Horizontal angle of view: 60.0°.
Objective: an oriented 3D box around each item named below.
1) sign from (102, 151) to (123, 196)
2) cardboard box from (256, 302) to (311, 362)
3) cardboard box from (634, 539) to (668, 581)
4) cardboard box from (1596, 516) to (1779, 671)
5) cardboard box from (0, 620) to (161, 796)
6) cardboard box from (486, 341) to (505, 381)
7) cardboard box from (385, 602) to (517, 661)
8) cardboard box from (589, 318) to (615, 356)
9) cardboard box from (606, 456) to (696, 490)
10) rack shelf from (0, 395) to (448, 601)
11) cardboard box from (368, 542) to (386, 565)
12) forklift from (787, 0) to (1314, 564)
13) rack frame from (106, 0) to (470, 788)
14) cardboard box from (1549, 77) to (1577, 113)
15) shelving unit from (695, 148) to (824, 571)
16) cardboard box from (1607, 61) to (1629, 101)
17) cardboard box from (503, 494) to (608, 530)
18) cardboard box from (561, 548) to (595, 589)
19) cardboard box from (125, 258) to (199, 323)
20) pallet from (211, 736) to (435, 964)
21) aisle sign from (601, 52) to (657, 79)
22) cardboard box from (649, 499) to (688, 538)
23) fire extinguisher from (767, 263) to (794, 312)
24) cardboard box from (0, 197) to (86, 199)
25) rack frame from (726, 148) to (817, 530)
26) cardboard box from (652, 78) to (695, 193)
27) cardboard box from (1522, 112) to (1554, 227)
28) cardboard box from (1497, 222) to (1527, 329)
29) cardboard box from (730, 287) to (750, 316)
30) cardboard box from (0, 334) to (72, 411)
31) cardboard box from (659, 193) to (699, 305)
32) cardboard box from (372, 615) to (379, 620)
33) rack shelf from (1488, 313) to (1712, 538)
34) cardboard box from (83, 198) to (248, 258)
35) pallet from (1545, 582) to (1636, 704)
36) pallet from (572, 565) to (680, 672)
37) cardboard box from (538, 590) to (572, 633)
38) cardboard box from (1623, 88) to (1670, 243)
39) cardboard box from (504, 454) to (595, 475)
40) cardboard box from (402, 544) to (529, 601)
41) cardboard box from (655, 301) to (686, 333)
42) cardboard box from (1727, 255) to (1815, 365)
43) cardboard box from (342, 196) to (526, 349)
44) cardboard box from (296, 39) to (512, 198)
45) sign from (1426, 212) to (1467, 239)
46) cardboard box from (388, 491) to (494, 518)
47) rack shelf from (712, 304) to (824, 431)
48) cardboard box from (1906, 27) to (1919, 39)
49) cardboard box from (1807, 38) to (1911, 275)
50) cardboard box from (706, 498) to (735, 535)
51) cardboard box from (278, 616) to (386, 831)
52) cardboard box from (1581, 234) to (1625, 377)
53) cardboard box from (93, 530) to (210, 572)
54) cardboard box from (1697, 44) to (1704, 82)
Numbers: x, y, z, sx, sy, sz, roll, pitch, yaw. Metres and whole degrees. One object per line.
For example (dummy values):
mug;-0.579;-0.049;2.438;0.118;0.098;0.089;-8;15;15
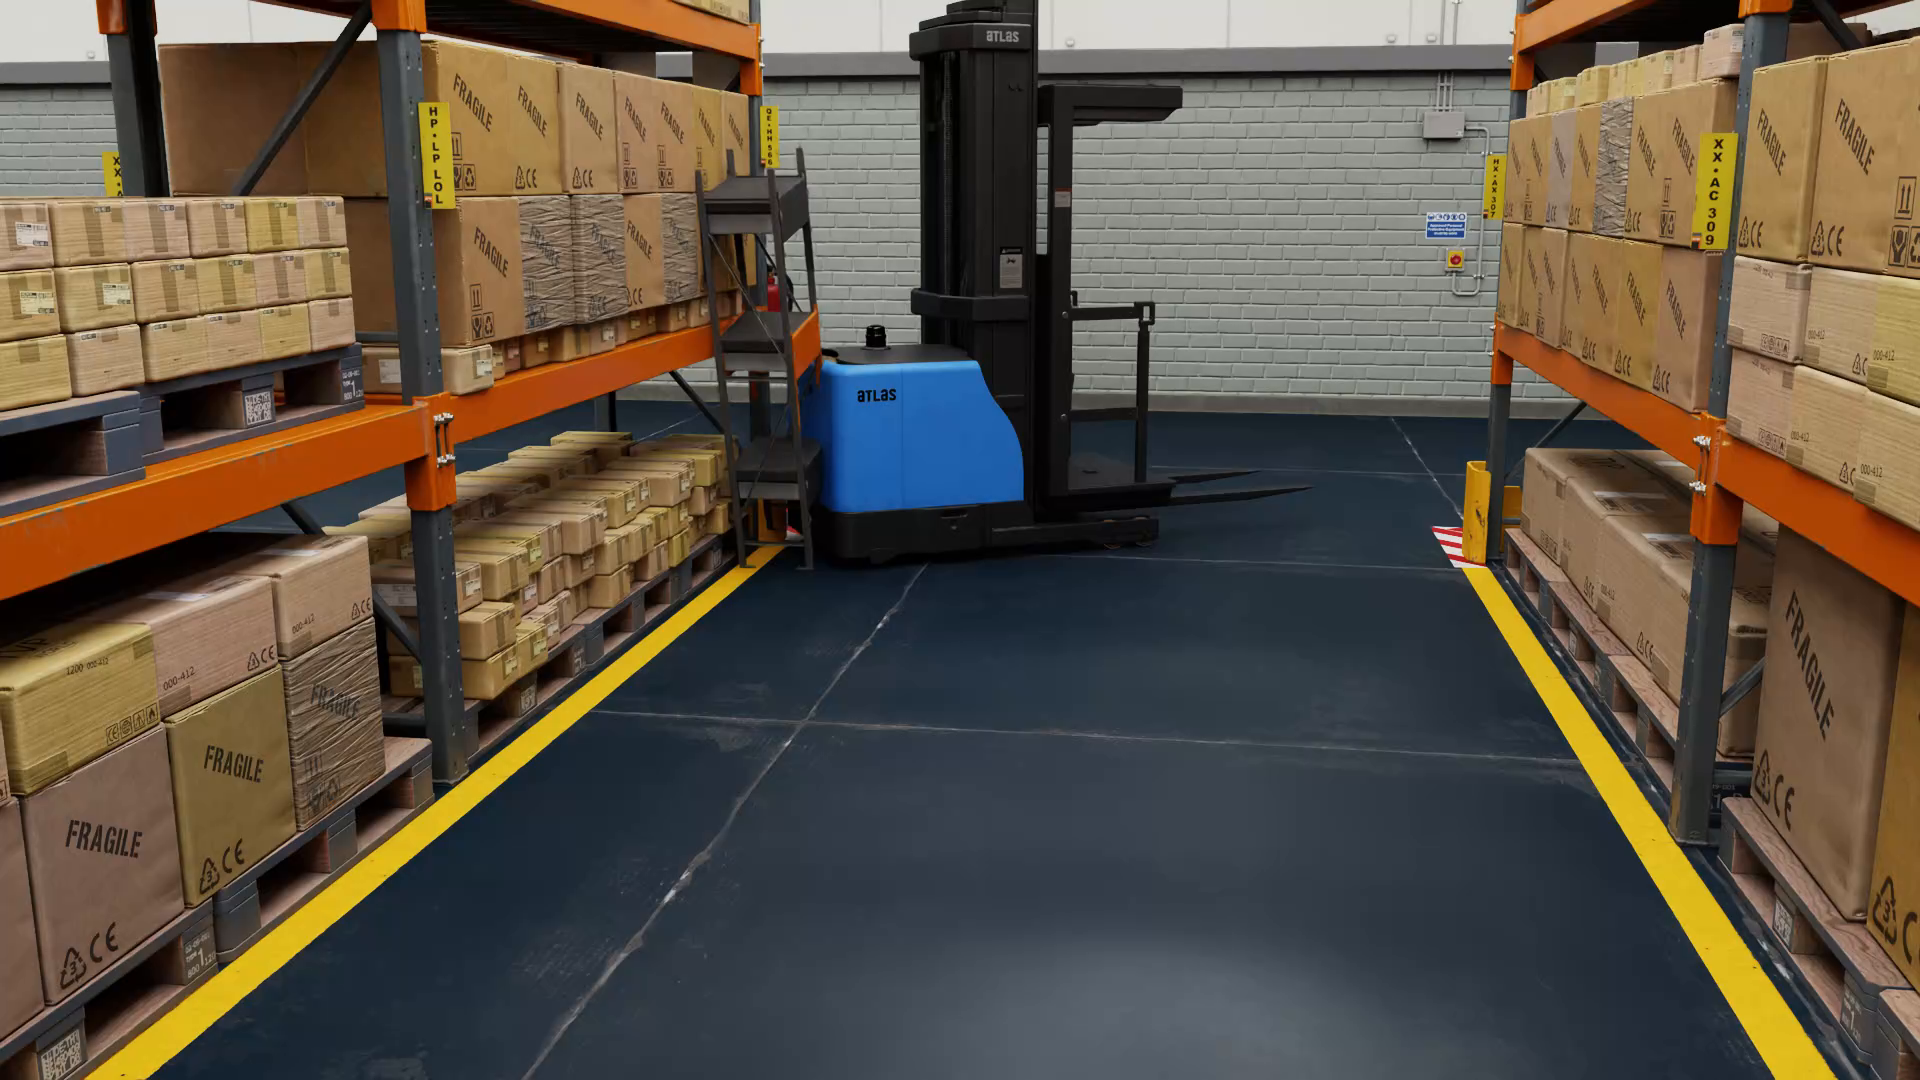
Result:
sign;-2.732;-1.099;5.418;0.100;0.325;0.005;2;12;9
cardboard box;-2.099;-0.599;4.752;0.380;0.149;0.250;2;12;9
cardboard box;-1.584;0.085;7.751;0.380;0.149;0.250;2;12;10
cardboard box;3.052;0.213;6.469;0.875;0.438;0.875;2;12;7
cardboard box;-2.219;0.371;3.810;0.500;0.250;0.500;1;12;6
cardboard box;-1.861;-0.641;5.946;0.380;0.149;0.250;2;12;10
cardboard box;-1.823;0.318;5.961;0.380;0.149;0.250;2;12;11
cardboard box;-1.673;-0.861;6.965;0.380;0.149;0.250;2;12;11
cardboard box;-1.523;-0.316;8.198;0.380;0.149;0.250;1;12;6
rack shelf;-2.502;0.108;3.579;1.077;0.370;4.000;2;12;9
cardboard box;-2.397;0.101;6.264;0.380;0.149;0.250;2;12;9
forklift;0.580;-1.481;9.407;3.031;2.935;1.130;-5;13;-21
rack frame;-2.195;-0.660;5.435;1.000;3.000;0.127;2;12;9
cardboard box;2.853;-1.980;7.412;0.380;0.149;0.250;1;12;7
shelving unit;-0.973;-0.904;8.543;0.431;2.100;0.503;2;25;11
cardboard box;2.727;-1.765;6.414;0.380;0.149;0.250;2;12;9
cardboard box;-1.748;-0.102;7.203;0.380;0.149;0.250;1;12;6
cardboard box;-1.761;0.098;6.982;0.380;0.149;0.250;2;12;11
cardboard box;-2.179;-0.635;4.213;0.380;0.149;0.250;1;12;7
pallet;-2.313;0.866;4.976;1.003;0.211;1.213;2;12;9
aisle sign;-1.865;-2.788;9.140;0.394;0.787;0.004;2;12;9
cardboard box;-1.524;-0.114;7.966;0.380;0.149;0.250;2;12;9
fire extinguisher;-1.085;-1.310;9.520;0.296;0.674;0.183;2;12;9
cardboard box;-2.746;-0.908;4.772;0.380;0.149;0.250;2;12;10
rack frame;-0.926;-1.006;8.760;0.400;2.100;0.015;2;25;11
cardboard box;-1.553;-1.858;7.679;0.500;0.500;0.500;3;12;12
cardboard box;2.899;-1.692;7.615;0.500;0.500;0.500;2;12;7
cardboard box;2.970;-1.311;8.221;0.500;0.500;0.500;2;12;8
cardboard box;-1.350;-1.293;8.967;0.380;0.149;0.250;2;12;9
cardboard box;-2.257;-0.382;3.745;0.380;0.149;0.250;2;12;11
cardboard box;-1.547;-1.372;7.796;0.500;0.500;0.500;2;12;9
cardboard box;-2.431;0.251;6.275;0.380;0.149;0.250;1;12;6
rack shelf;3.020;-0.585;6.796;1.077;0.370;4.000;2;12;9
cardboard box;-2.146;-0.833;4.428;0.380;0.149;0.250;1;12;7
pallet;3.092;0.432;6.986;1.003;0.211;1.213;2;12;9
pallet;-1.941;0.308;7.564;1.003;0.211;1.213;2;12;9
cardboard box;-1.804;0.300;6.752;0.380;0.149;0.250;2;12;7
cardboard box;2.598;-1.271;5.658;0.500;0.500;0.500;2;12;8
cardboard box;-2.041;-0.333;8.276;0.380;0.149;0.250;1;12;6
cardboard box;-1.836;0.117;6.187;0.380;0.149;0.250;3;12;11
cardboard box;-1.535;-1.082;7.988;0.380;0.149;0.250;1;12;6
cardboard box;2.366;-0.609;4.368;0.500;0.250;0.500;2;12;7
cardboard box;-1.869;-0.949;5.833;0.500;0.500;0.500;2;12;8
cardboard box;-1.884;-1.429;5.687;0.500;0.500;0.500;2;12;10
sign;4.133;-2.674;14.140;0.327;0.218;0.001;2;12;9
cardboard box;-2.269;-0.119;7.282;0.380;0.149;0.250;1;12;7
rack shelf;-0.972;-0.892;8.549;0.431;0.518;0.480;2;25;11
cardboard box;3.017;-1.432;4.870;0.380;0.149;0.250;2;12;8
cardboard box;2.309;-0.869;3.795;0.500;0.500;0.500;2;12;8
cardboard box;-1.394;-0.131;8.751;0.380;0.149;0.250;2;12;10
cardboard box;-2.060;0.519;4.901;0.500;0.500;0.500;2;12;8
cardboard box;2.667;-0.887;6.250;0.500;0.500;0.500;2;12;8
cardboard box;-2.569;0.136;4.901;0.500;0.250;0.500;1;12;6
cardboard box;2.641;-1.552;5.427;0.380;0.149;0.250;2;12;9
